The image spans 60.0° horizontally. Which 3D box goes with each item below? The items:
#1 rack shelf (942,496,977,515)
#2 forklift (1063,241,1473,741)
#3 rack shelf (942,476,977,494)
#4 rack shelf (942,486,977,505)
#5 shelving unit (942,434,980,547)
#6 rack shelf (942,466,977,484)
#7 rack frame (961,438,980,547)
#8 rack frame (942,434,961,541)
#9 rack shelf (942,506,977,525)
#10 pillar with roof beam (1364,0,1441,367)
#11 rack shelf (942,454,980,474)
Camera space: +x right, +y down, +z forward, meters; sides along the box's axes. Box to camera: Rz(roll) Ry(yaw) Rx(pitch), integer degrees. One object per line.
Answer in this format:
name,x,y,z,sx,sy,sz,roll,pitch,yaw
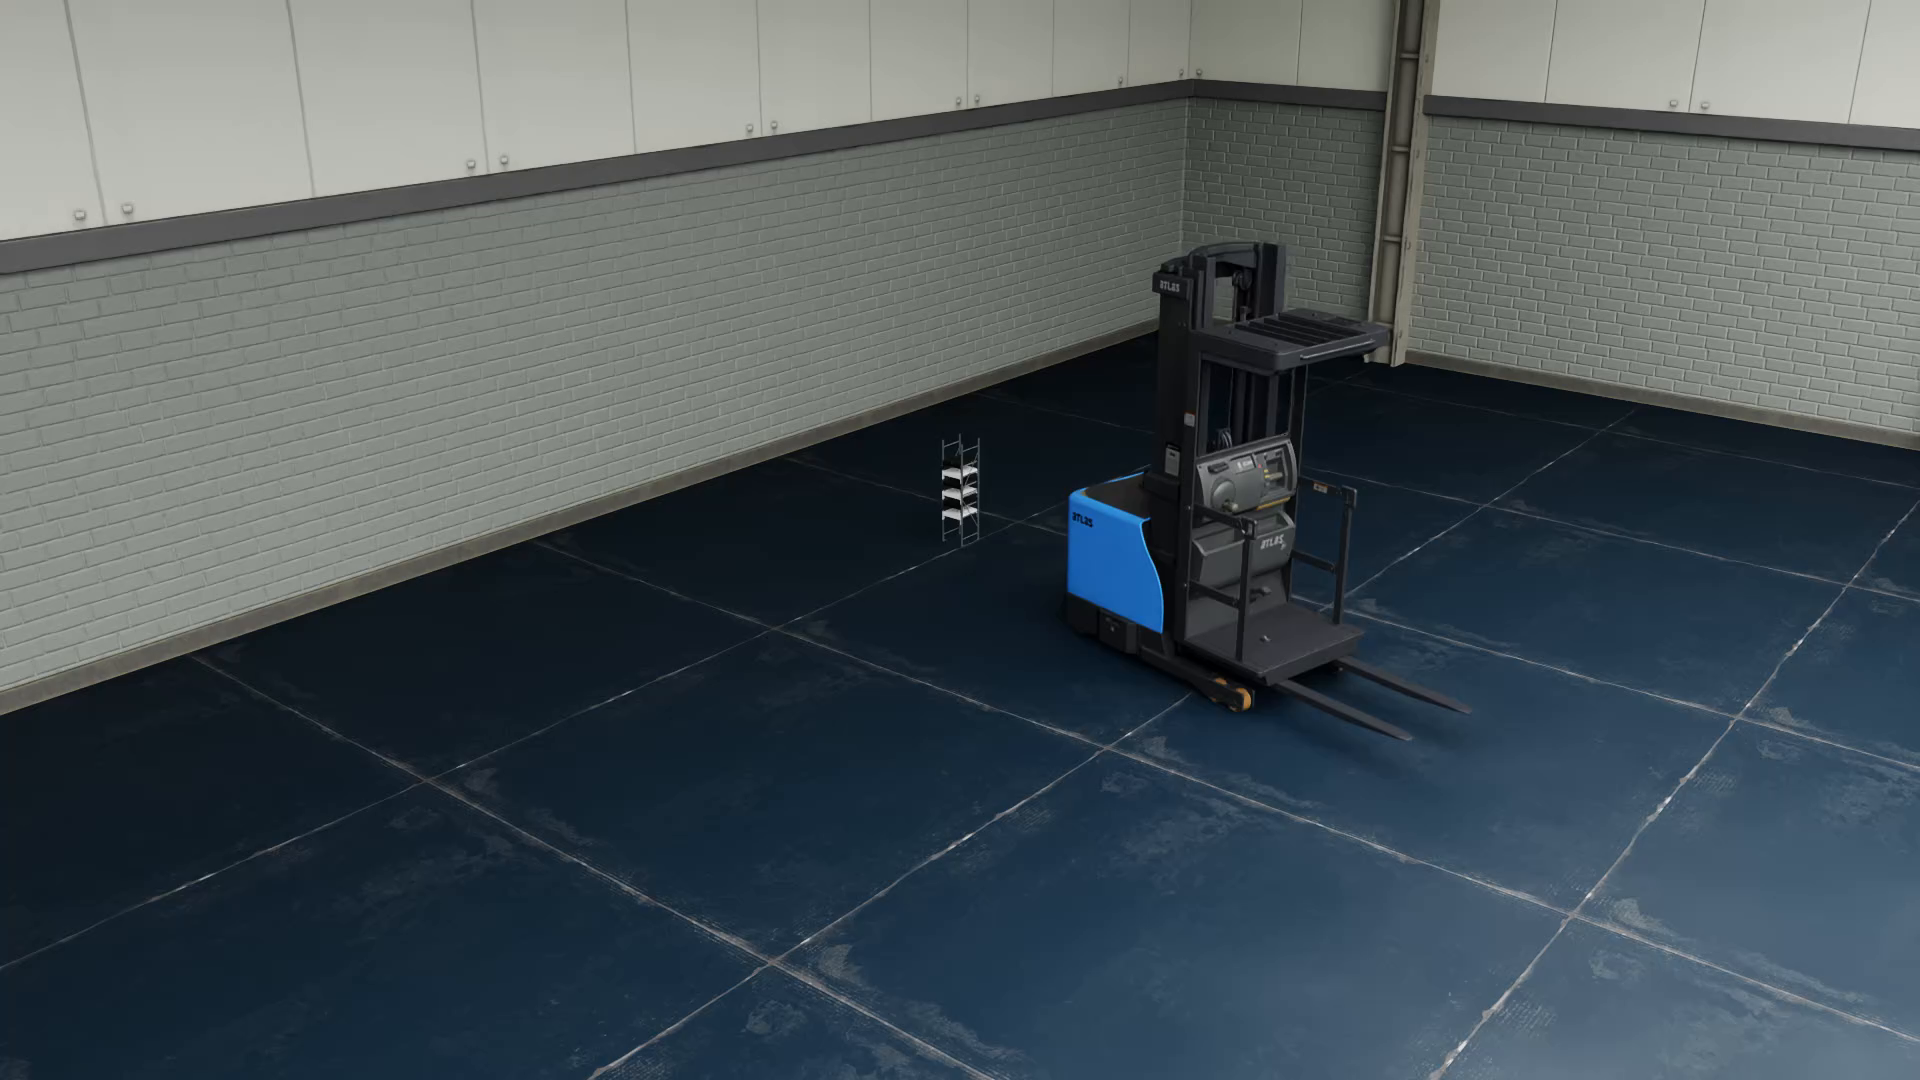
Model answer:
rack shelf,0.006,-0.304,14.050,0.200,0.077,0.258,16,26,36
forklift,2.082,-0.417,11.122,1.130,2.935,3.031,-16,26,-36
rack shelf,0.006,-0.472,13.987,0.200,0.077,0.258,16,26,36
rack shelf,0.006,-0.388,14.019,0.200,0.077,0.258,16,26,36
shelving unit,0.006,-0.419,14.007,0.210,0.900,0.258,16,26,36
rack shelf,0.006,-0.556,13.955,0.200,0.077,0.258,16,26,36
rack frame,0.085,-0.397,13.947,0.006,0.900,0.240,16,26,36
rack frame,-0.072,-0.442,14.067,0.006,0.900,0.240,16,26,36
rack shelf,0.006,-0.220,14.082,0.200,0.077,0.258,16,26,36
pillar with roof beam,2.331,-5.154,15.085,0.400,9.000,9.100,16,26,36
rack shelf,0.006,-0.641,13.923,0.200,0.077,0.258,16,26,36
